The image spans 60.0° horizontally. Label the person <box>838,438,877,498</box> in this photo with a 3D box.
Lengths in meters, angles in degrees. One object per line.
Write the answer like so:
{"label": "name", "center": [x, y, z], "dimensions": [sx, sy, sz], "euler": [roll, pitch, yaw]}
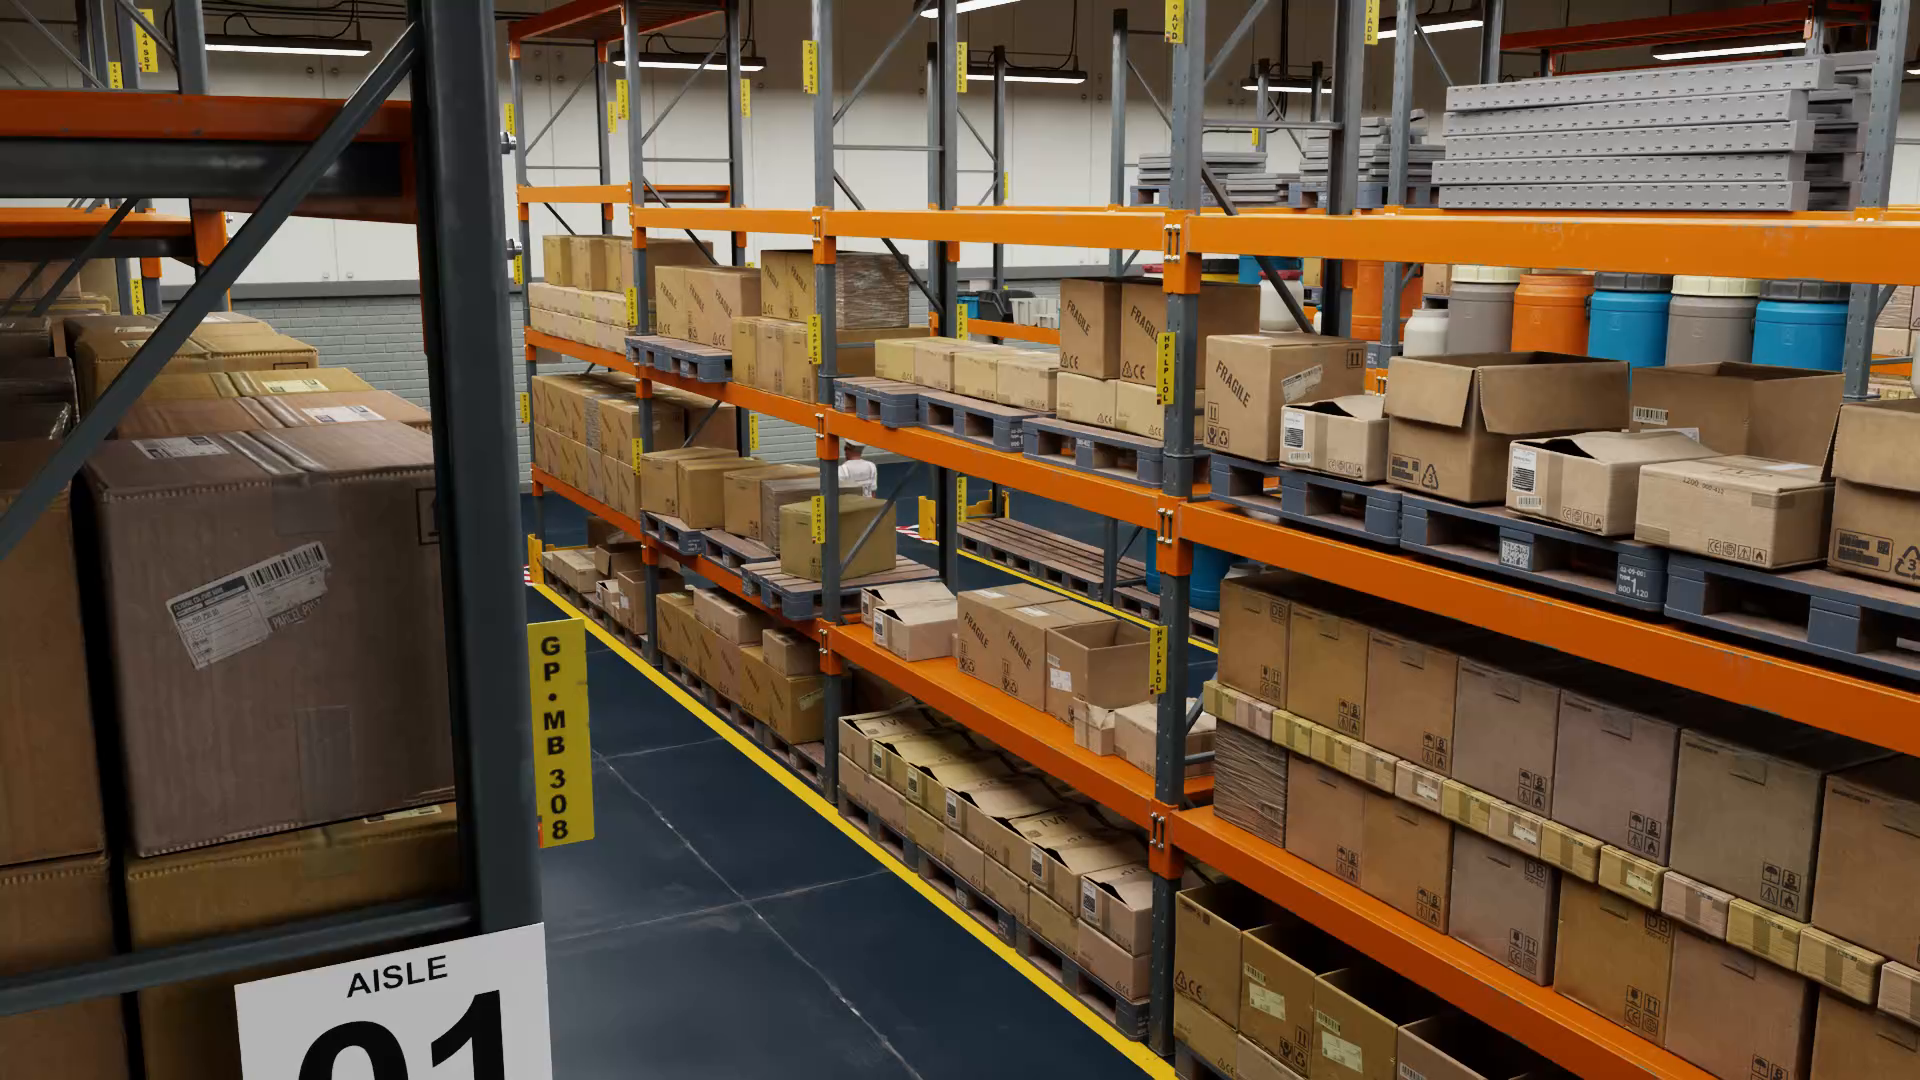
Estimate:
{"label": "person", "center": [-1.130, -0.227, 17.381], "dimensions": [0.532, 1.773, 0.392], "euler": [-8, 14, -33]}
